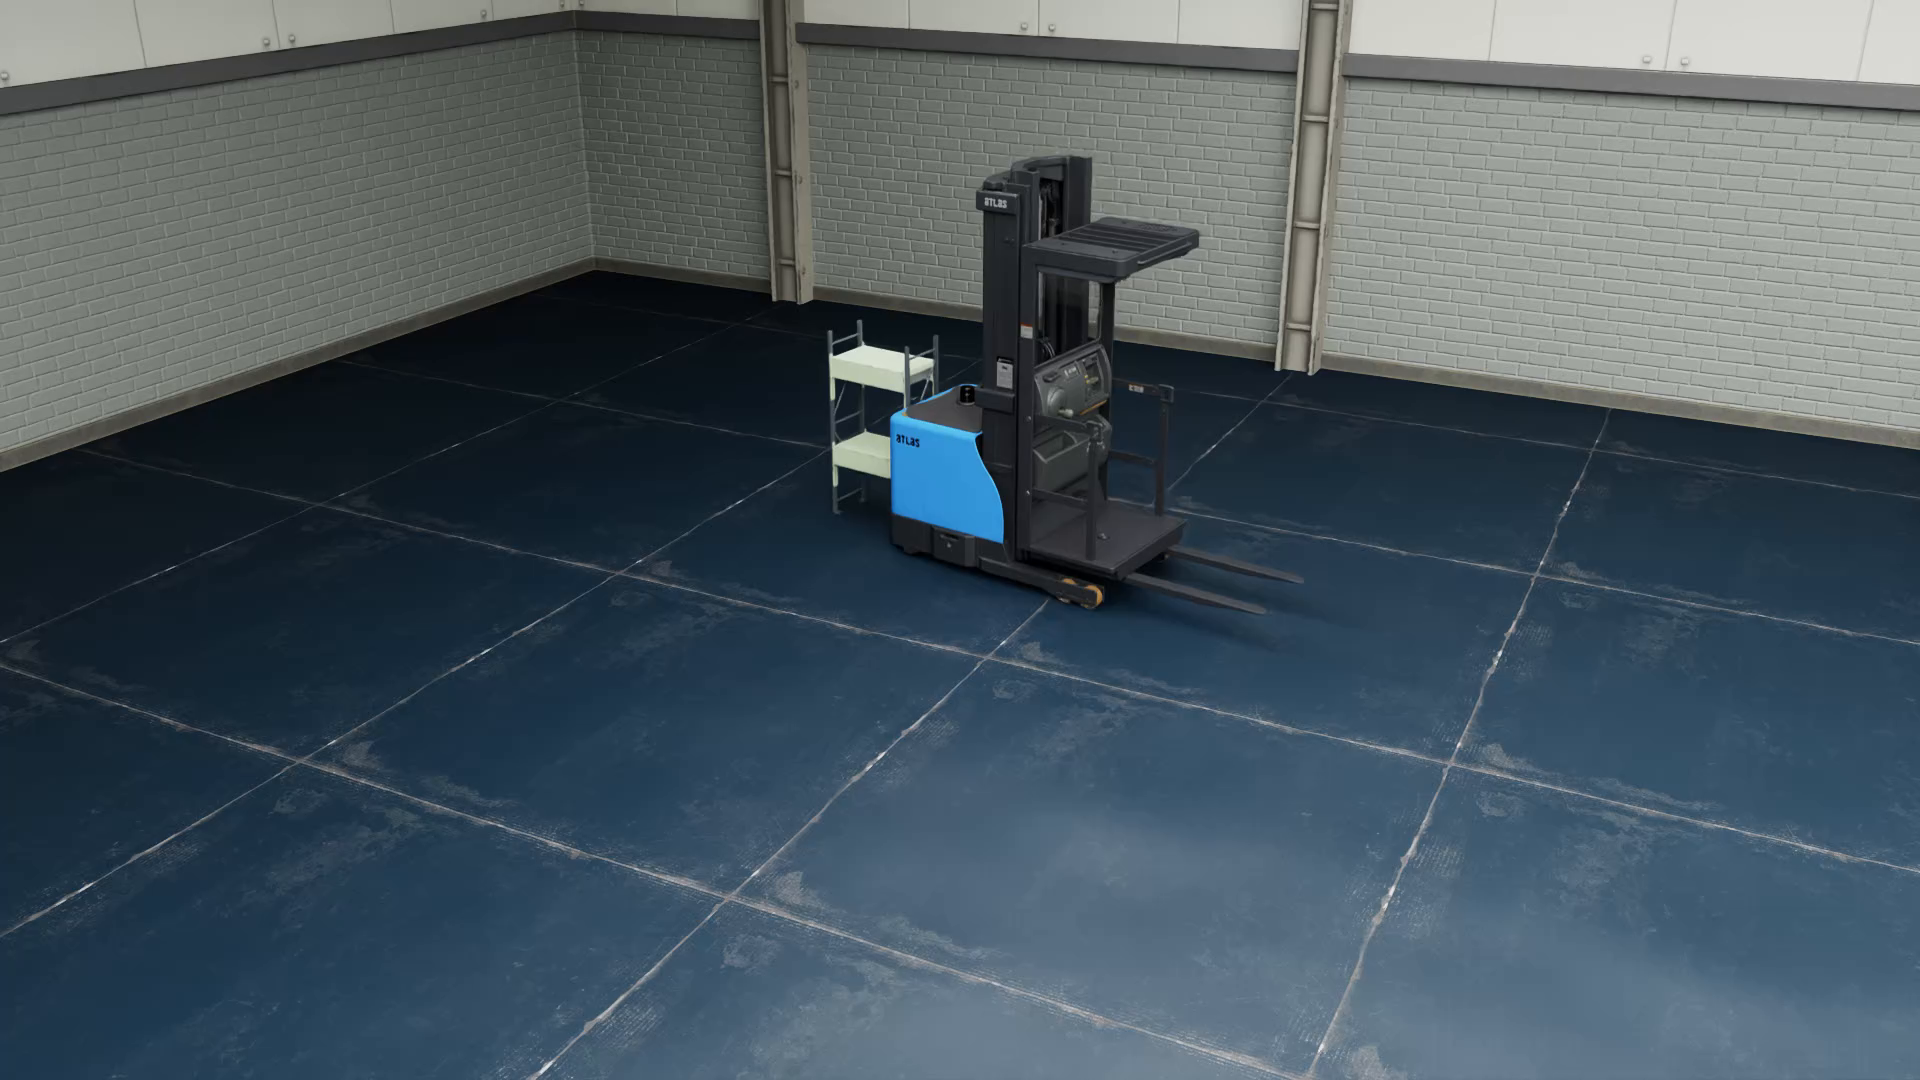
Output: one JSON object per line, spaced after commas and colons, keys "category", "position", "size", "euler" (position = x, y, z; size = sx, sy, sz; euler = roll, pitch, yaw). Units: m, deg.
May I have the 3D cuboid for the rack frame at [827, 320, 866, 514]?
{"category": "rack frame", "position": [-0.886, -0.961, 13.093], "size": [0.023, 1.500, 0.400], "euler": [15, 27, 32]}

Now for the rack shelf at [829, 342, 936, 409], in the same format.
{"category": "rack shelf", "position": [-0.587, -1.238, 12.747], "size": [0.720, 0.370, 0.431], "euler": [15, 27, 32]}

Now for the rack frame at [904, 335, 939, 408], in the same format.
{"category": "rack frame", "position": [-0.287, -0.796, 12.706], "size": [0.023, 1.500, 0.400], "euler": [15, 27, 32]}

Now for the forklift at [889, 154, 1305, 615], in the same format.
{"category": "forklift", "position": [0.968, -1.101, 11.595], "size": [3.031, 2.935, 1.130], "euler": [15, 27, 32]}

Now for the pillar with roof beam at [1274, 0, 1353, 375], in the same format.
{"category": "pillar with roof beam", "position": [1.474, -4.370, 11.528], "size": [0.400, 9.000, 9.100], "euler": [11, 25, 25]}

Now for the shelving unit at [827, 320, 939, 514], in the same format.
{"category": "shelving unit", "position": [-0.587, -0.879, 12.900], "size": [0.755, 1.500, 0.431], "euler": [15, 27, 32]}

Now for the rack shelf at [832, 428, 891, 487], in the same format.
{"category": "rack shelf", "position": [-0.587, -0.579, 13.027], "size": [0.720, 0.370, 0.431], "euler": [15, 27, 32]}

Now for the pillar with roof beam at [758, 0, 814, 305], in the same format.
{"category": "pillar with roof beam", "position": [-3.880, -5.430, 14.019], "size": [0.400, 9.000, 9.100], "euler": [11, 25, 25]}
